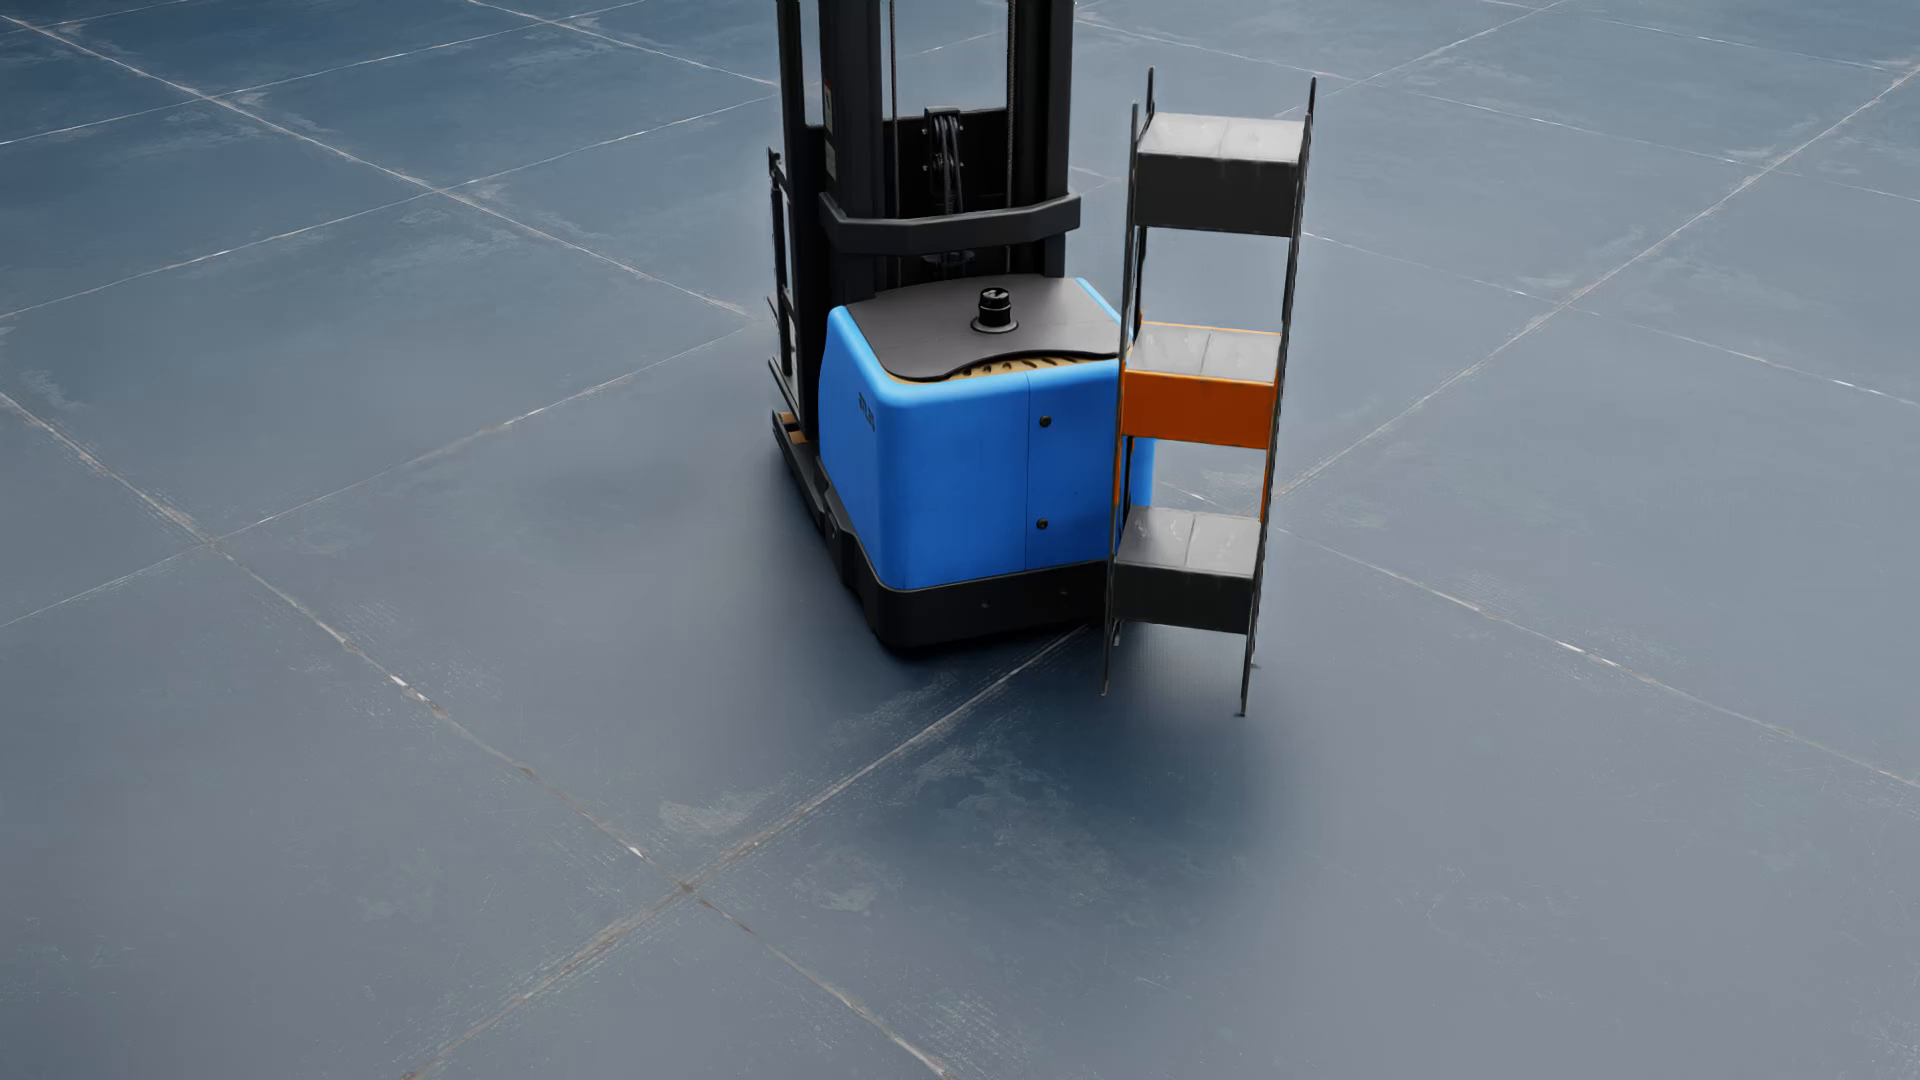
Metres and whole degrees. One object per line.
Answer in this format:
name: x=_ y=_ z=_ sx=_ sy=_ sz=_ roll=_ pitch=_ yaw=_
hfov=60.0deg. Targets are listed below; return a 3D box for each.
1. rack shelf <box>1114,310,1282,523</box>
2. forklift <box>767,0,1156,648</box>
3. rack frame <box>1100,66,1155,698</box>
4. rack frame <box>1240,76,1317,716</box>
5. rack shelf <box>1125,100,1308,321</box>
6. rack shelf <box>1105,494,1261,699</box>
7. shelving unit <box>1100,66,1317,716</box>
rack shelf: x=0.782 y=-0.408 z=5.419 sx=0.480 sy=0.518 sz=0.431 roll=7 pitch=32 yaw=11
forklift: x=-0.204 y=-1.619 z=6.597 sx=1.130 sy=2.935 sz=3.031 roll=-9 pitch=32 yaw=-14
rack frame: x=0.544 y=-0.448 z=5.458 sx=0.015 sy=2.100 sz=0.400 roll=7 pitch=32 yaw=11
rack frame: x=1.020 y=-0.392 z=5.365 sx=0.015 sy=2.100 sz=0.400 roll=7 pitch=32 yaw=11
rack shelf: x=0.782 y=-1.008 z=5.057 sx=0.480 sy=0.518 sz=0.431 roll=7 pitch=32 yaw=11
rack shelf: x=0.782 y=0.192 z=5.780 sx=0.480 sy=0.518 sz=0.431 roll=7 pitch=32 yaw=11
shelving unit: x=0.782 y=-0.420 z=5.411 sx=0.503 sy=2.100 sz=0.431 roll=7 pitch=32 yaw=11
